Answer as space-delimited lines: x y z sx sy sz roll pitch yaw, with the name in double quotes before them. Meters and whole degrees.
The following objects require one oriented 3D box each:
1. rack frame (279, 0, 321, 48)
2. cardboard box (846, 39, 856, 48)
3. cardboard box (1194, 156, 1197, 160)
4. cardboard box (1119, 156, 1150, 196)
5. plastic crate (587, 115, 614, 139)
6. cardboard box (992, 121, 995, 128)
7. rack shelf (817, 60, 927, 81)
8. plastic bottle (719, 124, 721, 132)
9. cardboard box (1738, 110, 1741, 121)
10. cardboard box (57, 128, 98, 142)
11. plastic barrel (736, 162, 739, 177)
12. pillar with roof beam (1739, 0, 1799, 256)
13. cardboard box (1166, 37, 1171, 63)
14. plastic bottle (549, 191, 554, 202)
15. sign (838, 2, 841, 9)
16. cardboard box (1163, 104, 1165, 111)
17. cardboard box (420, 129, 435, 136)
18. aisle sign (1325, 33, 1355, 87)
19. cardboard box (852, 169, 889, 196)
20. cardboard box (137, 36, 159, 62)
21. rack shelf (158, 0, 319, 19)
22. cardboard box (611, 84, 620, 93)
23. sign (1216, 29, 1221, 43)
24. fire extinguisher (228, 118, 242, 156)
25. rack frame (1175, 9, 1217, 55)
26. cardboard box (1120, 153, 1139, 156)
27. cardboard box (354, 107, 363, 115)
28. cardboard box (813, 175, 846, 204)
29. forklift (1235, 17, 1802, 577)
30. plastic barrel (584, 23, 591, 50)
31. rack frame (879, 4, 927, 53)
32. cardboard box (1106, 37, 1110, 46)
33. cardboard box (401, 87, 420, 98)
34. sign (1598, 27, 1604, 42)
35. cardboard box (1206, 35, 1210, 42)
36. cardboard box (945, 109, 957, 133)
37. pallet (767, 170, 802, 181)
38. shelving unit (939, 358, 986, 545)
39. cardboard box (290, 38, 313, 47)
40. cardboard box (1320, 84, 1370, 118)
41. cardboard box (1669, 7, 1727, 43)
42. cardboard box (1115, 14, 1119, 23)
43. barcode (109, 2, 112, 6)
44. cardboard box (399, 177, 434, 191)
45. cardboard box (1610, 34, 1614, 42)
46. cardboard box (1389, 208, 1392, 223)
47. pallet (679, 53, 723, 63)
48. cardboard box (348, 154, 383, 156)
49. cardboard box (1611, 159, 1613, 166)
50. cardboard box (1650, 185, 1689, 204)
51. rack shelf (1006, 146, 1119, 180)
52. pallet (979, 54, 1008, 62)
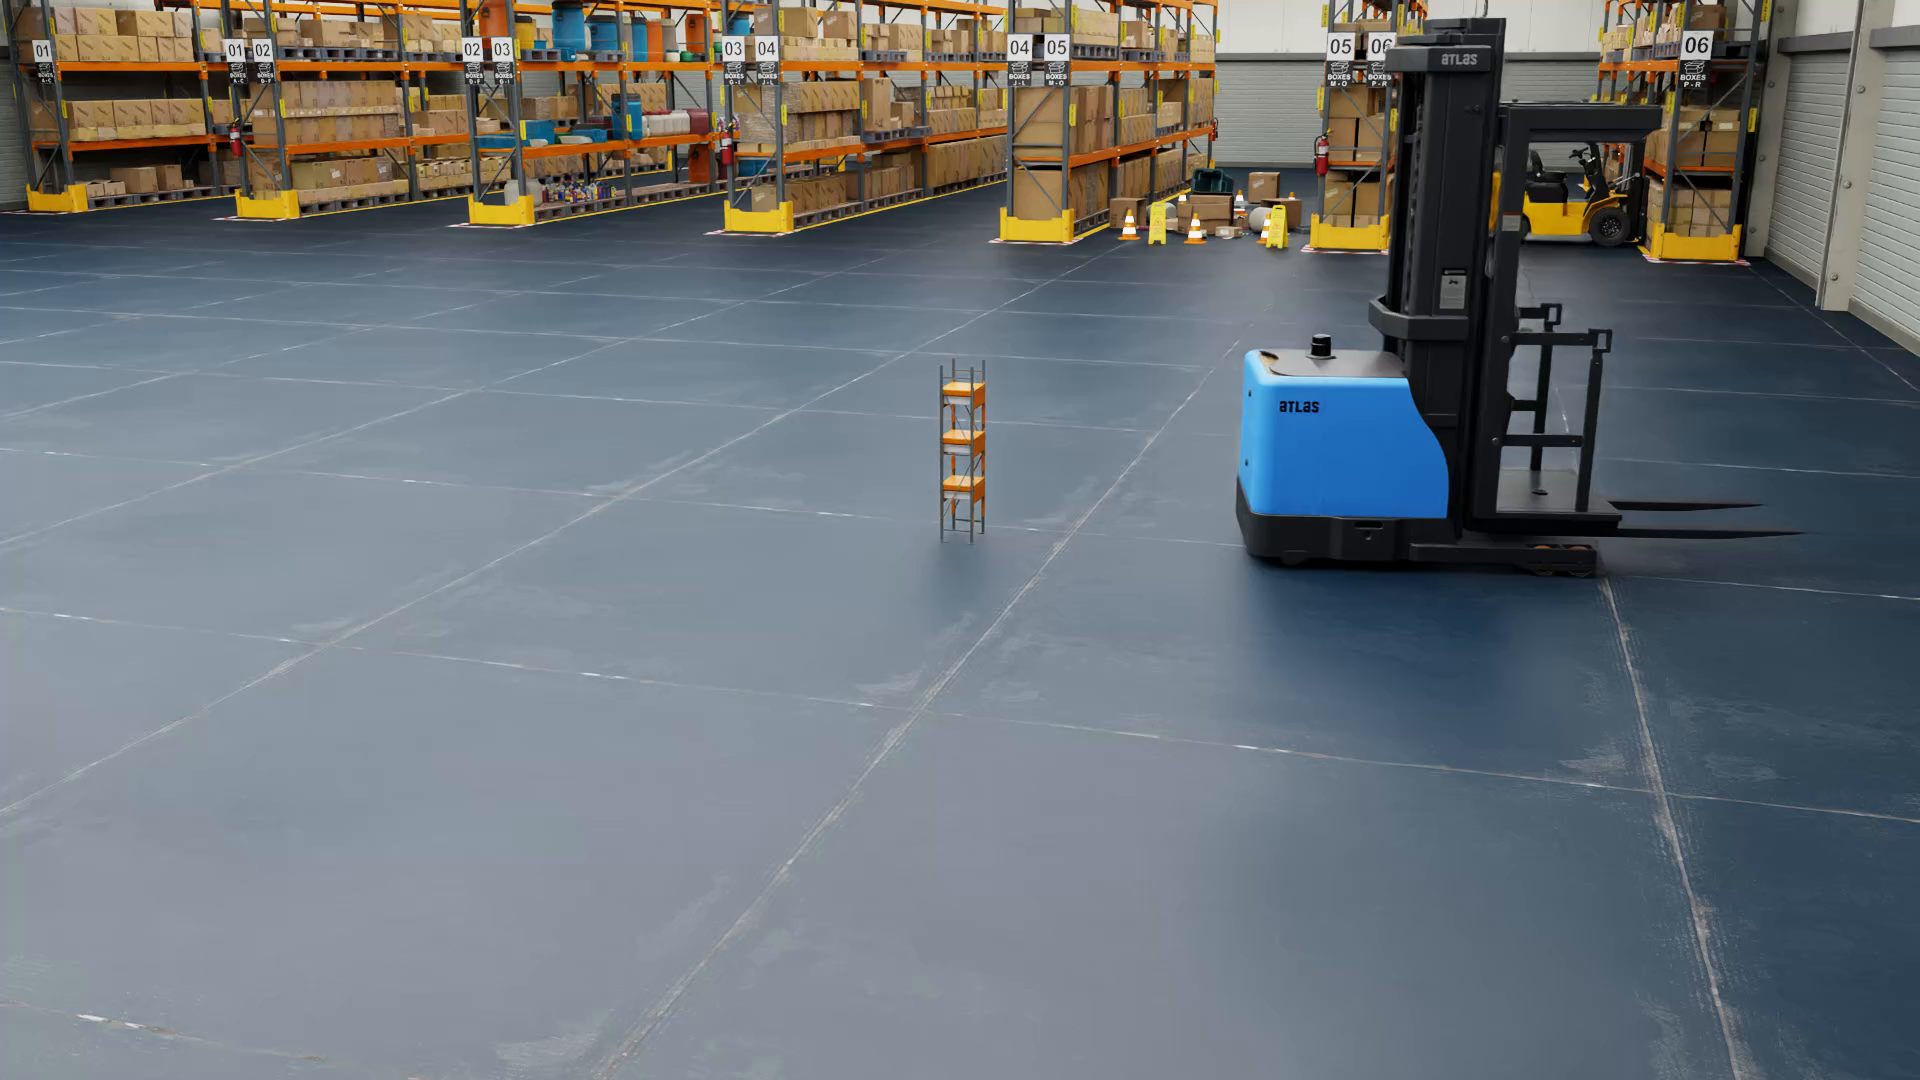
"rack frame" -15.447 -12.878 38.742 1.000 3.000 0.127 5 16 16
"cardboard box" -2.152 -9.249 30.987 0.380 0.149 0.250 5 17 18
"cardboard box" 5.476 -9.144 39.934 0.380 0.149 0.250 4 16 14
"cardboard box" 3.267 -7.396 33.762 1.050 0.750 0.750 4 16 15
"plastic crate" -7.241 -8.359 33.684 0.402 0.464 0.583 5 16 16
"cardboard box" 0.634 -10.091 40.369 0.380 0.149 0.250 4 16 15
"rack shelf" -1.768 -9.414 33.342 1.077 0.370 4.000 5 16 16
"plastic bottle" -5.429 -9.270 37.380 0.097 0.201 0.097 0 16 0
"cardboard box" 11.224 -6.234 24.393 0.380 0.149 0.250 5 17 18
"cardboard box" -17.278 -7.940 32.563 0.500 0.250 0.500 4 16 14
"plastic barrel" -5.430 -8.809 39.178 0.421 0.512 0.421 0 16 0
"pillar with roof beam" 7.722 -8.927 24.810 9.100 9.000 0.400 5 16 16
"cardboard box" 4.079 -10.180 34.543 0.500 0.500 0.500 5 16 16
"plastic bottle" -7.858 -6.606 31.945 0.097 0.201 0.097 0 16 0
"sign" -3.143 -14.009 43.322 0.100 0.325 0.005 5 16 16
"cardboard box" 4.142 -9.177 35.286 0.380 0.149 0.250 5 17 18
"cardboard box" -11.386 -8.658 35.316 0.380 0.149 0.250 5 16 16
"aisle sign" 5.732 -7.235 25.077 0.394 0.787 0.004 5 16 16
"cardboard box" -1.829 -7.231 33.601 0.700 0.500 0.500 3 16 11
"cardboard box" -16.768 -10.016 33.928 0.500 0.500 0.500 4 16 14
"rack shelf" -16.016 -11.817 37.050 1.077 0.370 4.000 5 16 16
"cardboard box" -9.010 -11.421 42.583 0.500 0.500 0.500 4 16 14
"sign" 6.327 -12.343 40.728 0.100 0.325 0.005 5 16 16
"fire extinguisher" -13.449 -7.484 30.860 0.296 0.674 0.183 5 16 16
"rack frame" 5.800 -13.408 40.610 1.000 3.000 0.127 5 16 16
"cardboard box" 3.470 -7.988 34.933 0.500 0.250 0.500 4 16 15
"cardboard box" -12.068 -8.503 32.938 0.380 0.149 0.250 5 17 17
"cardboard box" -2.489 -6.691 31.735 0.500 0.500 0.500 4 16 14
"forklift" 3.158 -1.360 9.251 3.031 2.935 1.130 1 16 4
"plastic barrel" -7.396 -9.779 32.338 0.421 0.512 0.421 0 16 0
"rack frame" -1.200 -11.726 34.680 1.000 3.000 0.127 5 16 16
"cardboard box" 2.377 -8.634 28.783 0.380 0.149 0.250 5 16 16
"cardboard box" -14.198 -11.458 42.591 0.500 0.250 0.500 5 17 17
"sign" 14.815 -11.686 38.434 0.100 0.325 0.005 5 16 16
"cardboard box" 5.780 -12.014 39.819 0.380 0.149 0.250 5 17 17
"cardboard box" -0.370 -9.394 37.269 0.500 0.500 0.500 5 16 16
"pallet" -4.640 -9.124 41.611 1.003 0.211 1.213 5 16 16
"shelving unit" 0.015 -0.519 9.735 0.215 1.050 0.252 5 16 16
"cardboard box" -12.467 -9.402 31.417 0.380 0.149 0.250 5 16 16
"cardboard box" 5.964 -6.801 25.750 0.700 0.500 0.500 4 16 15
"cardboard box" 11.067 -7.731 24.955 0.700 0.500 0.500 5 17 16
"cardboard box" 2.592 -9.218 29.380 0.380 0.149 0.250 4 16 15
"barcode" -17.391 -10.972 34.038 0.001 0.075 0.075 5 16 16
"cardboard box" -11.481 -7.528 35.143 0.500 0.250 0.500 4 16 15
"cardboard box" 13.693 -10.405 34.483 0.380 0.149 0.250 5 17 17
"cardboard box" 6.817 -5.324 27.372 0.500 0.250 0.500 6 17 20
"pallet" -5.638 -10.769 37.148 1.003 0.211 1.213 5 16 16
"cardboard box" -12.266 -7.706 34.394 0.500 0.500 0.500 5 16 16
"cardboard box" 13.837 -7.894 34.785 0.380 0.149 0.250 4 16 14
"cardboard box" 10.759 -5.233 25.220 0.500 0.250 0.500 5 17 17
"rack shelf" 1.822 -6.513 28.613 1.077 0.370 4.000 5 16 16
"pallet" 0.873 -12.138 41.793 1.003 0.211 1.213 5 16 16
